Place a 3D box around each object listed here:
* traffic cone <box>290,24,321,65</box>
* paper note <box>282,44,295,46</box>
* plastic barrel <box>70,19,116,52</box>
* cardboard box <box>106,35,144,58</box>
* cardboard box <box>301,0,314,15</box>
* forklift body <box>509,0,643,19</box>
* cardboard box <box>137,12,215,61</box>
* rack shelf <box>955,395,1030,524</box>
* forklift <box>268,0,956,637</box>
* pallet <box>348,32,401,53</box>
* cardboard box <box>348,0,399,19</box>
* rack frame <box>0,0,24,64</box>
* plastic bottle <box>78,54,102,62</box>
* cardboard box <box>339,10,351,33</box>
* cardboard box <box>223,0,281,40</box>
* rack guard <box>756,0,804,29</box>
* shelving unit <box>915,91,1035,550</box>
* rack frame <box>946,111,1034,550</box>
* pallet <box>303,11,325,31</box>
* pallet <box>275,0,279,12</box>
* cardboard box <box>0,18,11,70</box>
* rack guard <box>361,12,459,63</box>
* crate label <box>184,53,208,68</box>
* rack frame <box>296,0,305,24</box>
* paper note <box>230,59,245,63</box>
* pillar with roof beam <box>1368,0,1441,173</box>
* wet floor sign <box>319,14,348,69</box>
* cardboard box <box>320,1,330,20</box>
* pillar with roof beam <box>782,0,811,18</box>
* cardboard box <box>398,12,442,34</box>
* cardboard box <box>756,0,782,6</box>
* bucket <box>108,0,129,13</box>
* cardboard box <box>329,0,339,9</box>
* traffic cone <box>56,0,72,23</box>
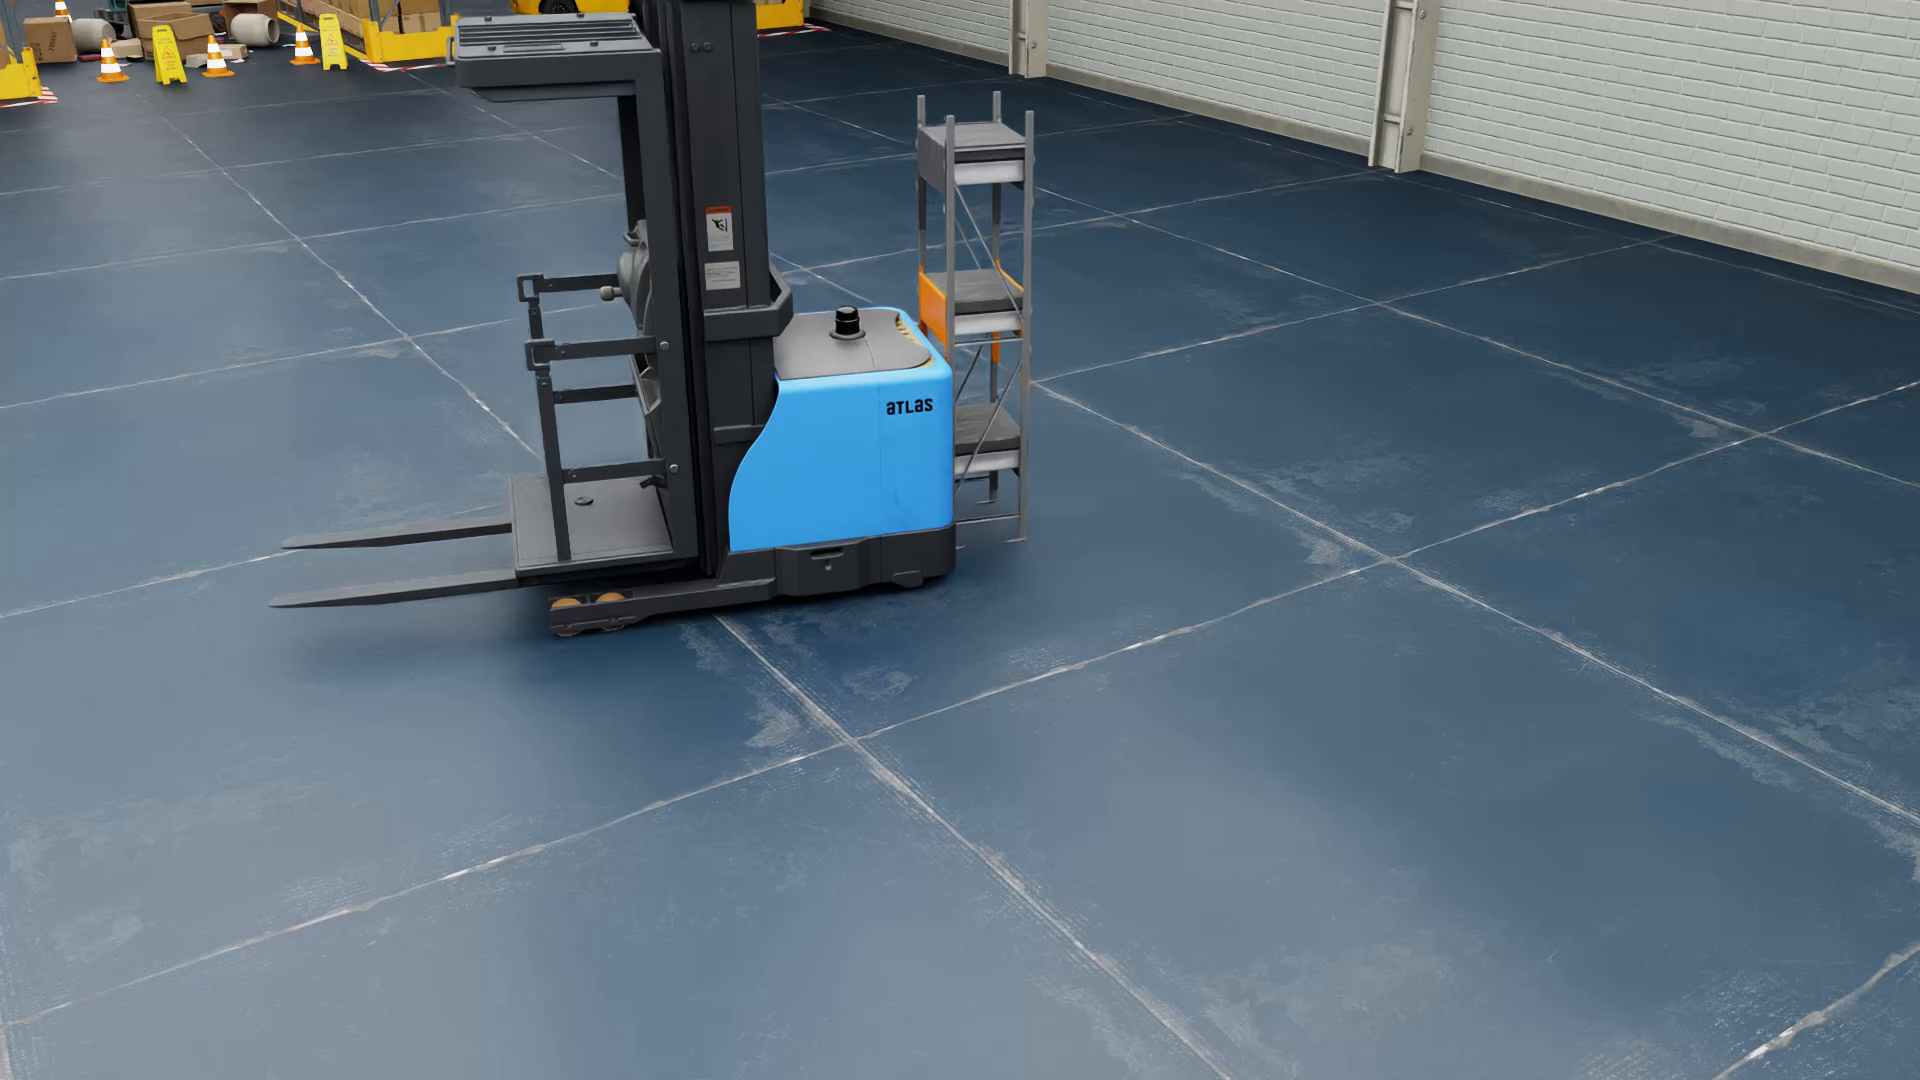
[{"bbox_3d":[-8.292,-6.262,20.973,0.336,0.463,0.334,-16,29,-30],"label":"traffic cone"},{"bbox_3d":[-8.970,-6.633,22.264,0.148,0.019,0.142,18,31,33],"label":"paper note"},{"bbox_3d":[-11.348,-6.584,21.701,0.512,0.421,0.421,3,25,6],"label":"plastic barrel"},{"bbox_3d":[-10.771,-6.375,21.444,0.396,0.266,0.258,-10,27,-21],"label":"cardboard box"},{"bbox_3d":[-9.064,-7.659,23.690,0.500,0.250,0.500,-17,30,-32],"label":"cardboard box"},{"bbox_3d":[-5.383,-8.584,23.913,2.313,2.155,1.214,-16,29,-30],"label":"forklift body"},{"bbox_3d":[-10.057,-6.466,21.357,0.637,0.503,0.797,7,26,15],"label":"cardboard box"},{"bbox_3d":[0.064,-0.377,8.261,0.431,0.518,0.480,-7,26,-15],"label":"rack shelf"},{"bbox_3d":[-1.595,-1.149,7.251,3.031,2.935,1.130,-7,26,-14],"label":"forklift"},{"bbox_3d":[-7.432,-6.621,22.029,1.003,0.211,1.213,-16,29,-30],"label":"pallet"},{"bbox_3d":[-7.632,-7.068,21.558,0.500,0.500,0.500,-15,29,-29],"label":"cardboard box"},{"bbox_3d":[-11.069,-6.367,18.222,1.000,3.000,0.127,-16,29,-30],"label":"rack frame"},{"bbox_3d":[-11.077,-6.156,21.219,0.133,0.061,0.283,18,31,33],"label":"plastic bottle"},{"bbox_3d":[-7.919,-6.916,22.116,0.500,0.250,0.500,-15,29,-29],"label":"cardboard box"},{"bbox_3d":[-9.715,-7.157,22.823,0.500,0.500,0.500,3,25,6],"label":"cardboard box"},{"bbox_3d":[-2.807,-7.575,23.711,1.175,0.500,0.348,-16,29,-30],"label":"rack guard"},{"bbox_3d":[0.064,-1.023,7.956,0.431,2.100,0.503,-7,26,-15],"label":"shelving unit"},{"bbox_3d":[0.133,-0.923,7.745,0.400,2.100,0.015,-7,26,-15],"label":"rack frame"},{"bbox_3d":[-8.764,-7.494,23.877,1.003,0.211,1.213,-16,29,-30],"label":"pallet"},{"bbox_3d":[-10.256,-8.441,25.883,1.003,0.211,1.213,-16,29,-30],"label":"pallet"},{"bbox_3d":[-11.494,-5.823,19.068,0.875,0.875,0.875,-15,29,-29],"label":"cardboard box"},{"bbox_3d":[-7.018,-6.453,21.334,1.175,0.500,0.348,-16,29,-30],"label":"rack guard"},{"bbox_3d":[-9.518,-6.001,20.802,0.298,0.136,0.250,12,28,24],"label":"crate label"},{"bbox_3d":[-9.160,-8.987,23.773,1.000,3.000,0.127,-16,29,-30],"label":"rack frame"},{"bbox_3d":[-9.160,-6.088,21.110,0.142,0.019,0.148,18,31,33],"label":"paper note"},{"bbox_3d":[0.499,-6.591,11.670,9.100,9.000,0.400,-16,29,-30],"label":"pillar with roof beam"},{"bbox_3d":[-7.769,-6.174,20.573,0.267,0.644,0.232,-6,26,-12],"label":"wet floor sign"},{"bbox_3d":[-8.472,-7.282,22.891,0.500,0.250,0.500,-16,30,-30],"label":"cardboard box"},{"bbox_3d":[-6.052,-10.883,20.762,9.100,9.000,0.400,-16,29,-30],"label":"pillar with roof beam"},{"bbox_3d":[-7.185,-6.856,21.988,0.500,0.250,0.500,-16,30,-30],"label":"cardboard box"},{"bbox_3d":[-2.924,-7.882,24.162,0.500,0.250,0.500,-15,29,-29],"label":"cardboard box"},{"bbox_3d":[-11.246,-7.493,22.663,0.726,0.611,0.620,-6,16,-12],"label":"bucket"},{"bbox_3d":[-8.190,-7.436,22.338,0.500,0.500,0.500,-16,30,-31],"label":"cardboard box"},{"bbox_3d":[-12.719,-7.482,23.556,0.336,0.463,0.334,-16,29,-30],"label":"traffic cone"}]
